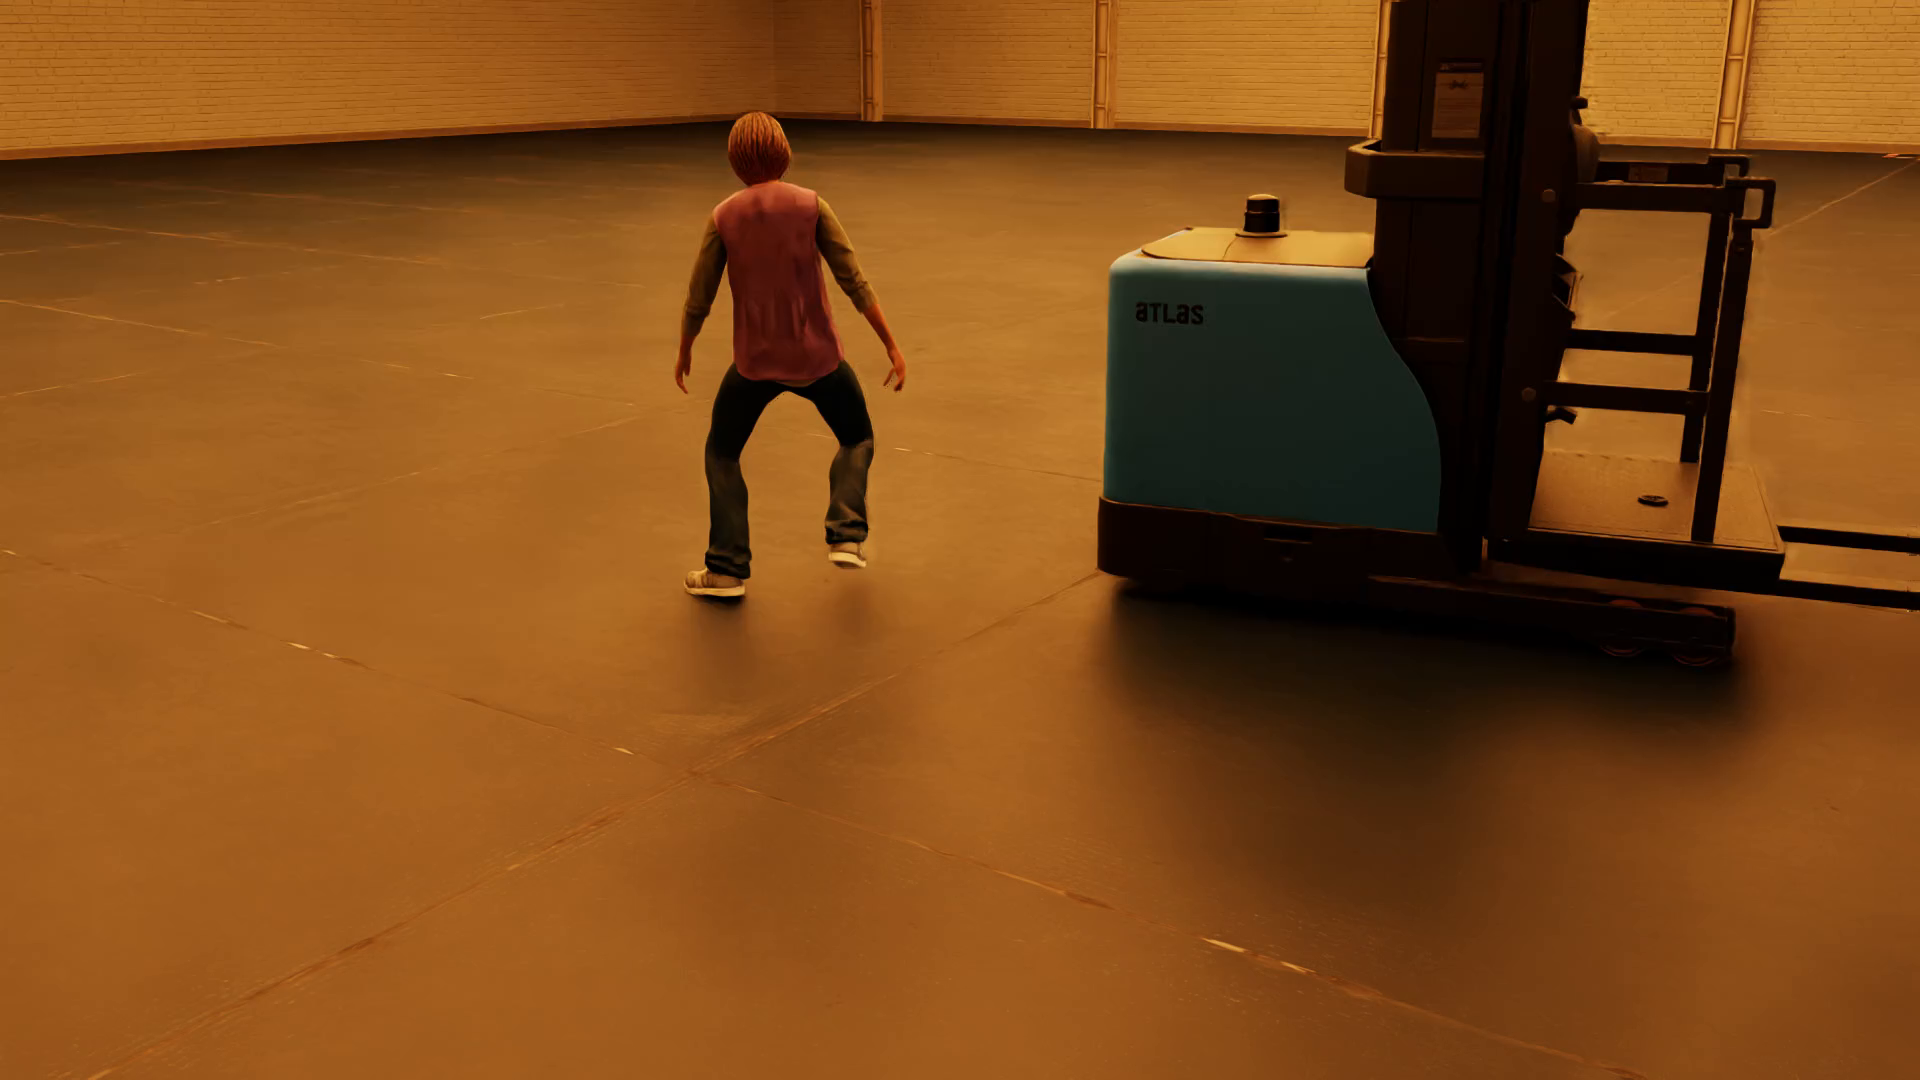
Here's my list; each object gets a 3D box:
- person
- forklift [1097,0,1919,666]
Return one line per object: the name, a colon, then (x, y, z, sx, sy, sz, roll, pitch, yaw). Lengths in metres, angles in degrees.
person: (-0.543, -0.577, 5.269, 0.762, 1.515, 0.452, 1, 17, 4)
forklift: (2.017, -1.216, 4.899, 3.031, 2.935, 1.130, 6, 18, 20)
